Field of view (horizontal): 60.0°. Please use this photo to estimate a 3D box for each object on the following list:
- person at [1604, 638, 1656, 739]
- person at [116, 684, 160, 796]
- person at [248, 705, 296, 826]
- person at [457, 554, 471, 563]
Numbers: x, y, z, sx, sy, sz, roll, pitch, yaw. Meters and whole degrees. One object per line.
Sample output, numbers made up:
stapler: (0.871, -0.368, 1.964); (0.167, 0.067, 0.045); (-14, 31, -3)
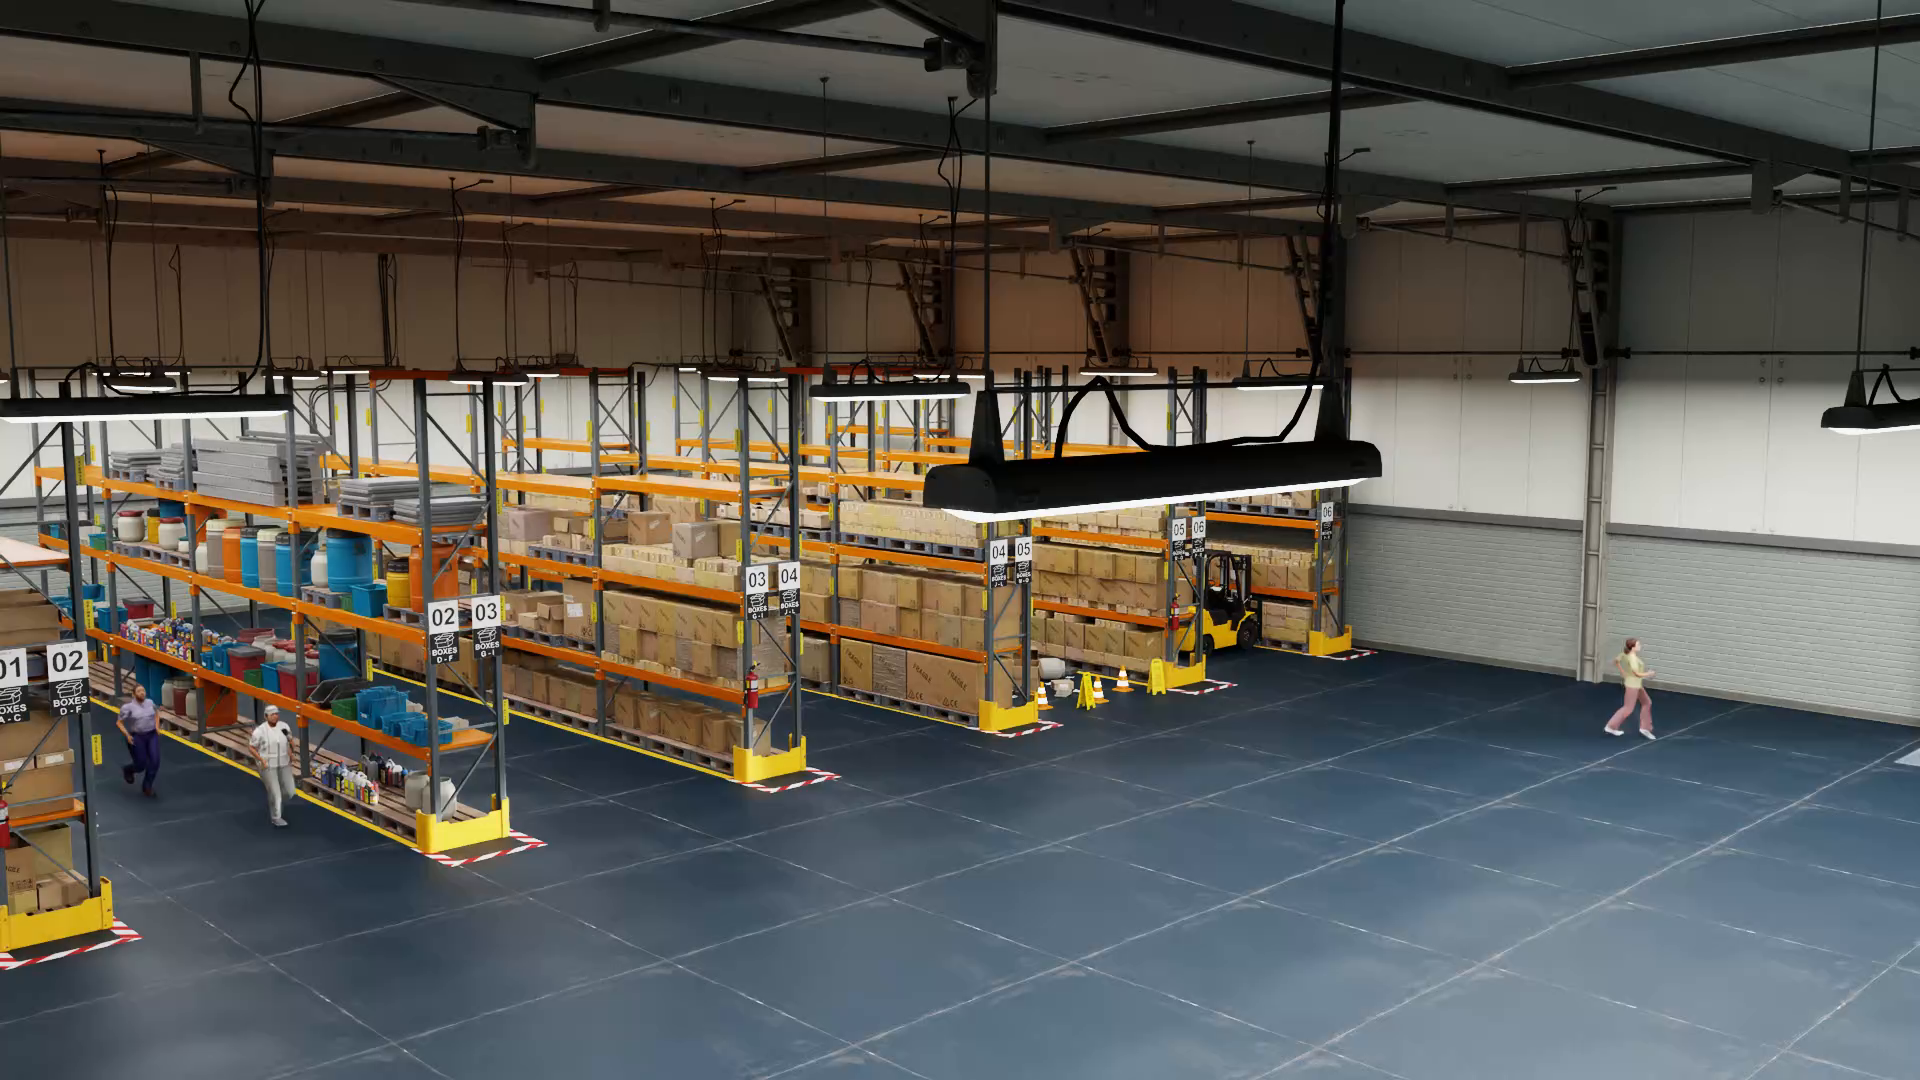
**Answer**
person: (11.029, 2.403, 27.293); (0.818, 1.619, 0.578); (2, 7, 14)
person: (-11.773, 2.858, 23.901); (0.587, 1.609, 0.615); (5, 8, 38)
person: (-9.214, 3.012, 22.322); (0.594, 1.622, 0.529); (-6, 9, -43)
person: (-11.844, 1.050, 39.335); (0.713, 1.719, 0.675); (2, 7, 17)
